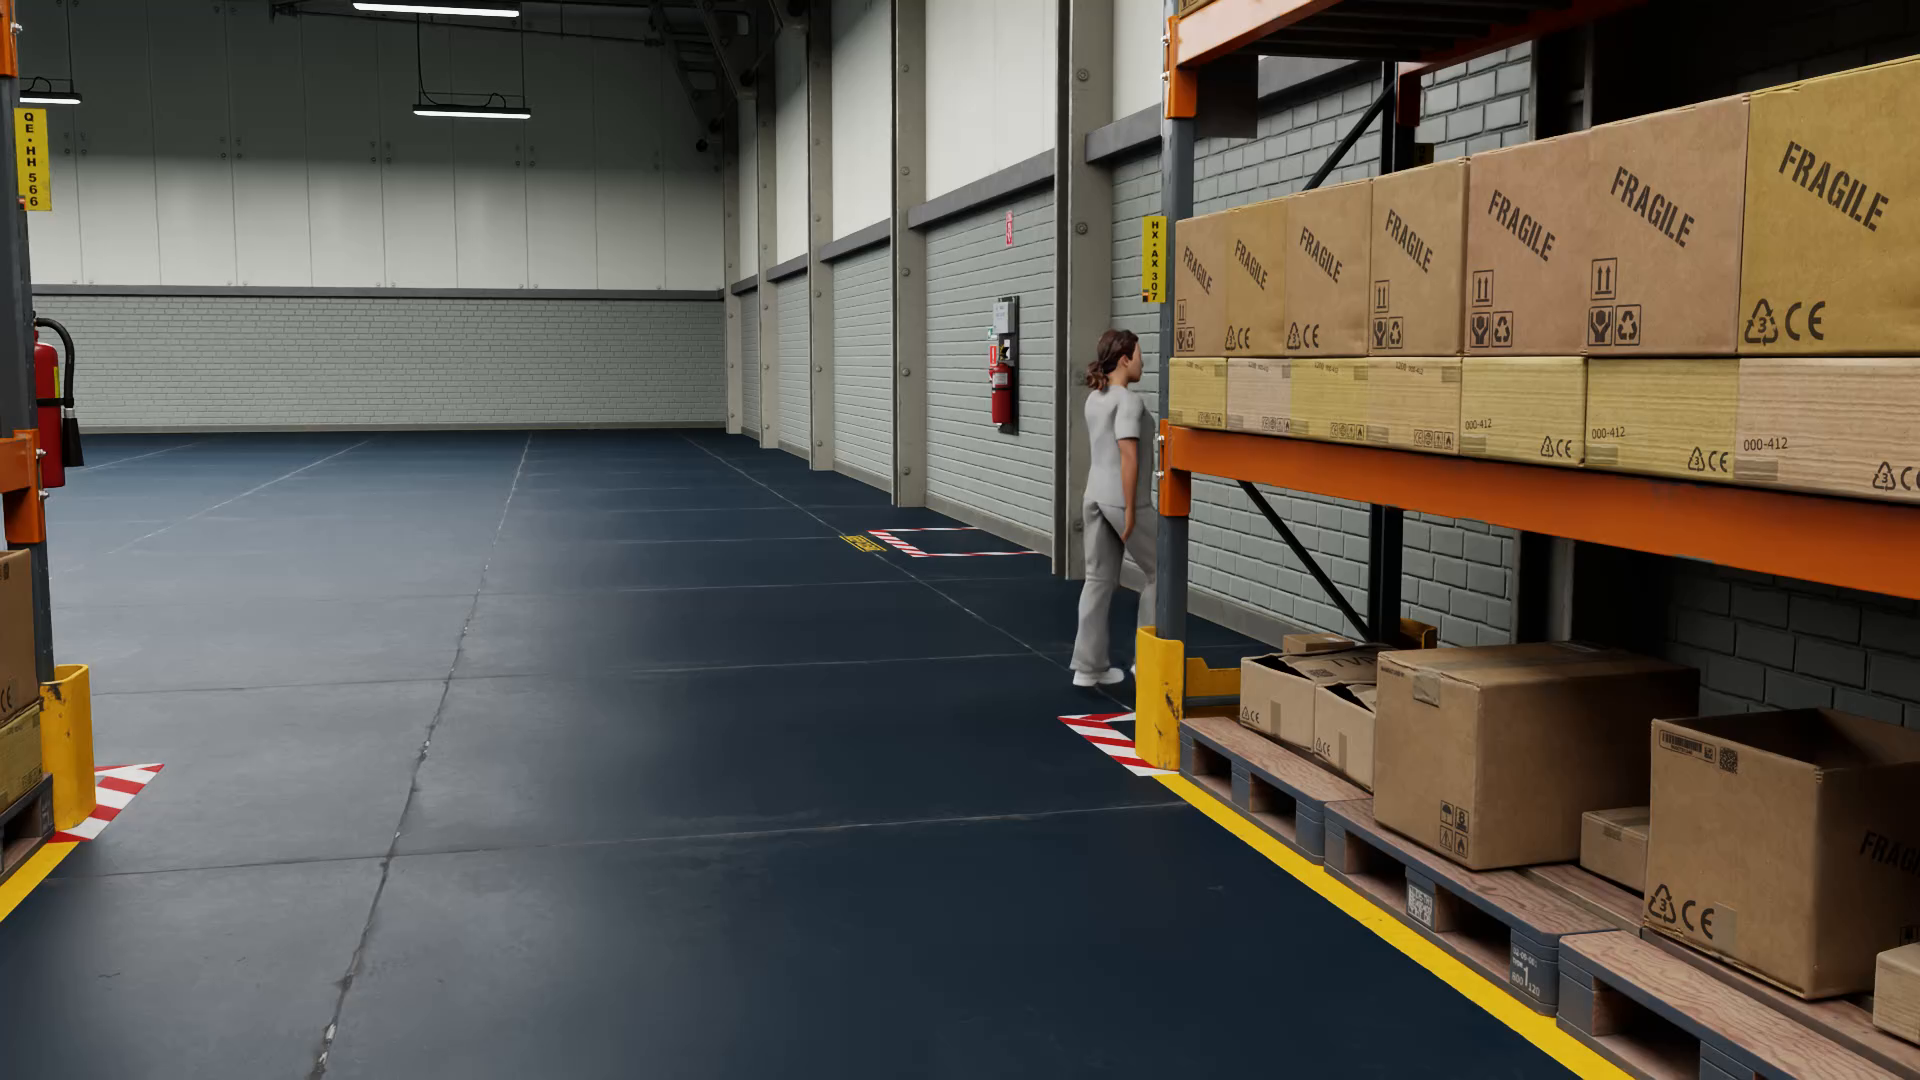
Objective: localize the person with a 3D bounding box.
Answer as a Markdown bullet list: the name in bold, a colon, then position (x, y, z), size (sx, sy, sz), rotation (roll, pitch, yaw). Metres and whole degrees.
- **person**: position (0.770, -0.107, 7.751), size (0.513, 1.736, 0.460), rotation (-3, 7, -29)
